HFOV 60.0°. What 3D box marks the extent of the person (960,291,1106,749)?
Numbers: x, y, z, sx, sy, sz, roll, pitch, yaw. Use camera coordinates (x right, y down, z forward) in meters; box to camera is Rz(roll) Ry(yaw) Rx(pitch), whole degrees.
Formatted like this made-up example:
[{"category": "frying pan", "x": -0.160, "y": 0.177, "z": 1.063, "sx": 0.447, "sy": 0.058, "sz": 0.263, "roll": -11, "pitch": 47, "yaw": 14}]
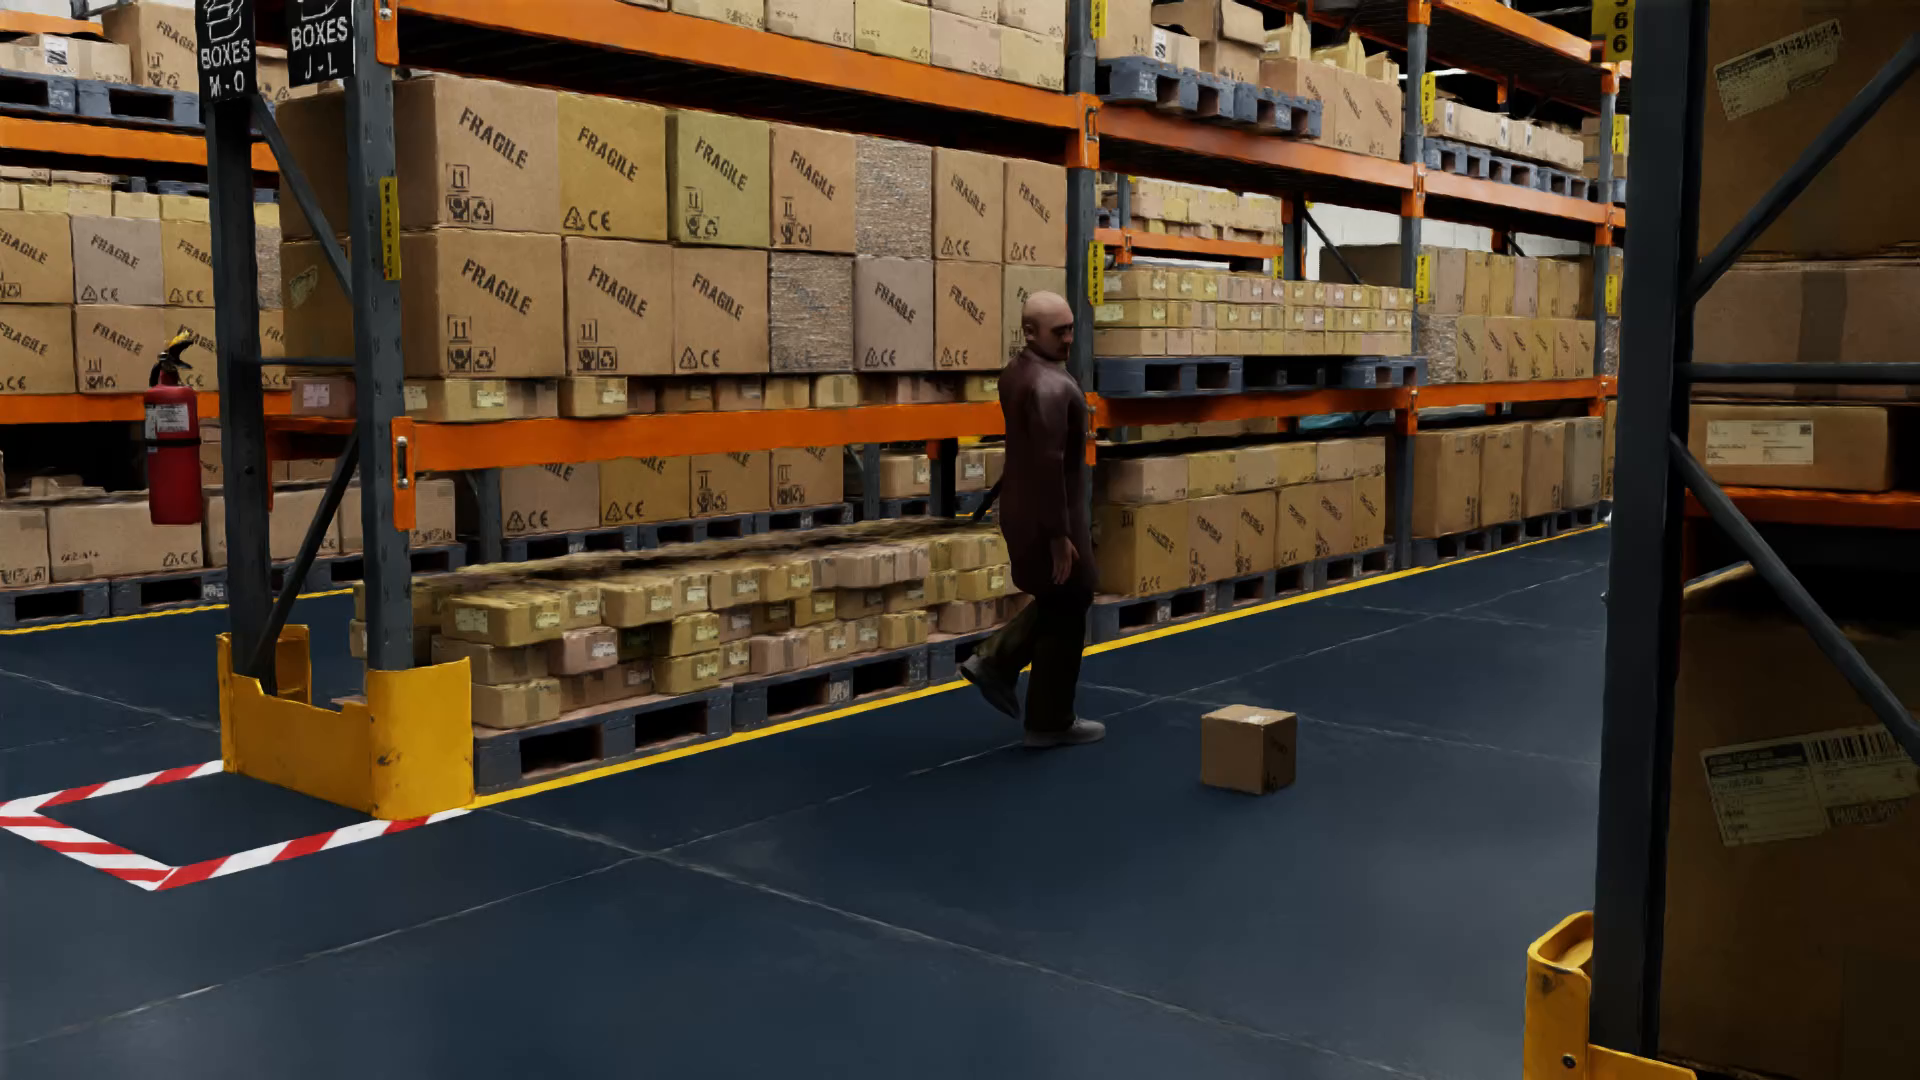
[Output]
[{"category": "person", "x": 0.339, "y": -0.054, "z": 6.326, "sx": 0.600, "sy": 1.761, "sz": 0.651, "roll": -2, "pitch": 7, "yaw": -17}]
